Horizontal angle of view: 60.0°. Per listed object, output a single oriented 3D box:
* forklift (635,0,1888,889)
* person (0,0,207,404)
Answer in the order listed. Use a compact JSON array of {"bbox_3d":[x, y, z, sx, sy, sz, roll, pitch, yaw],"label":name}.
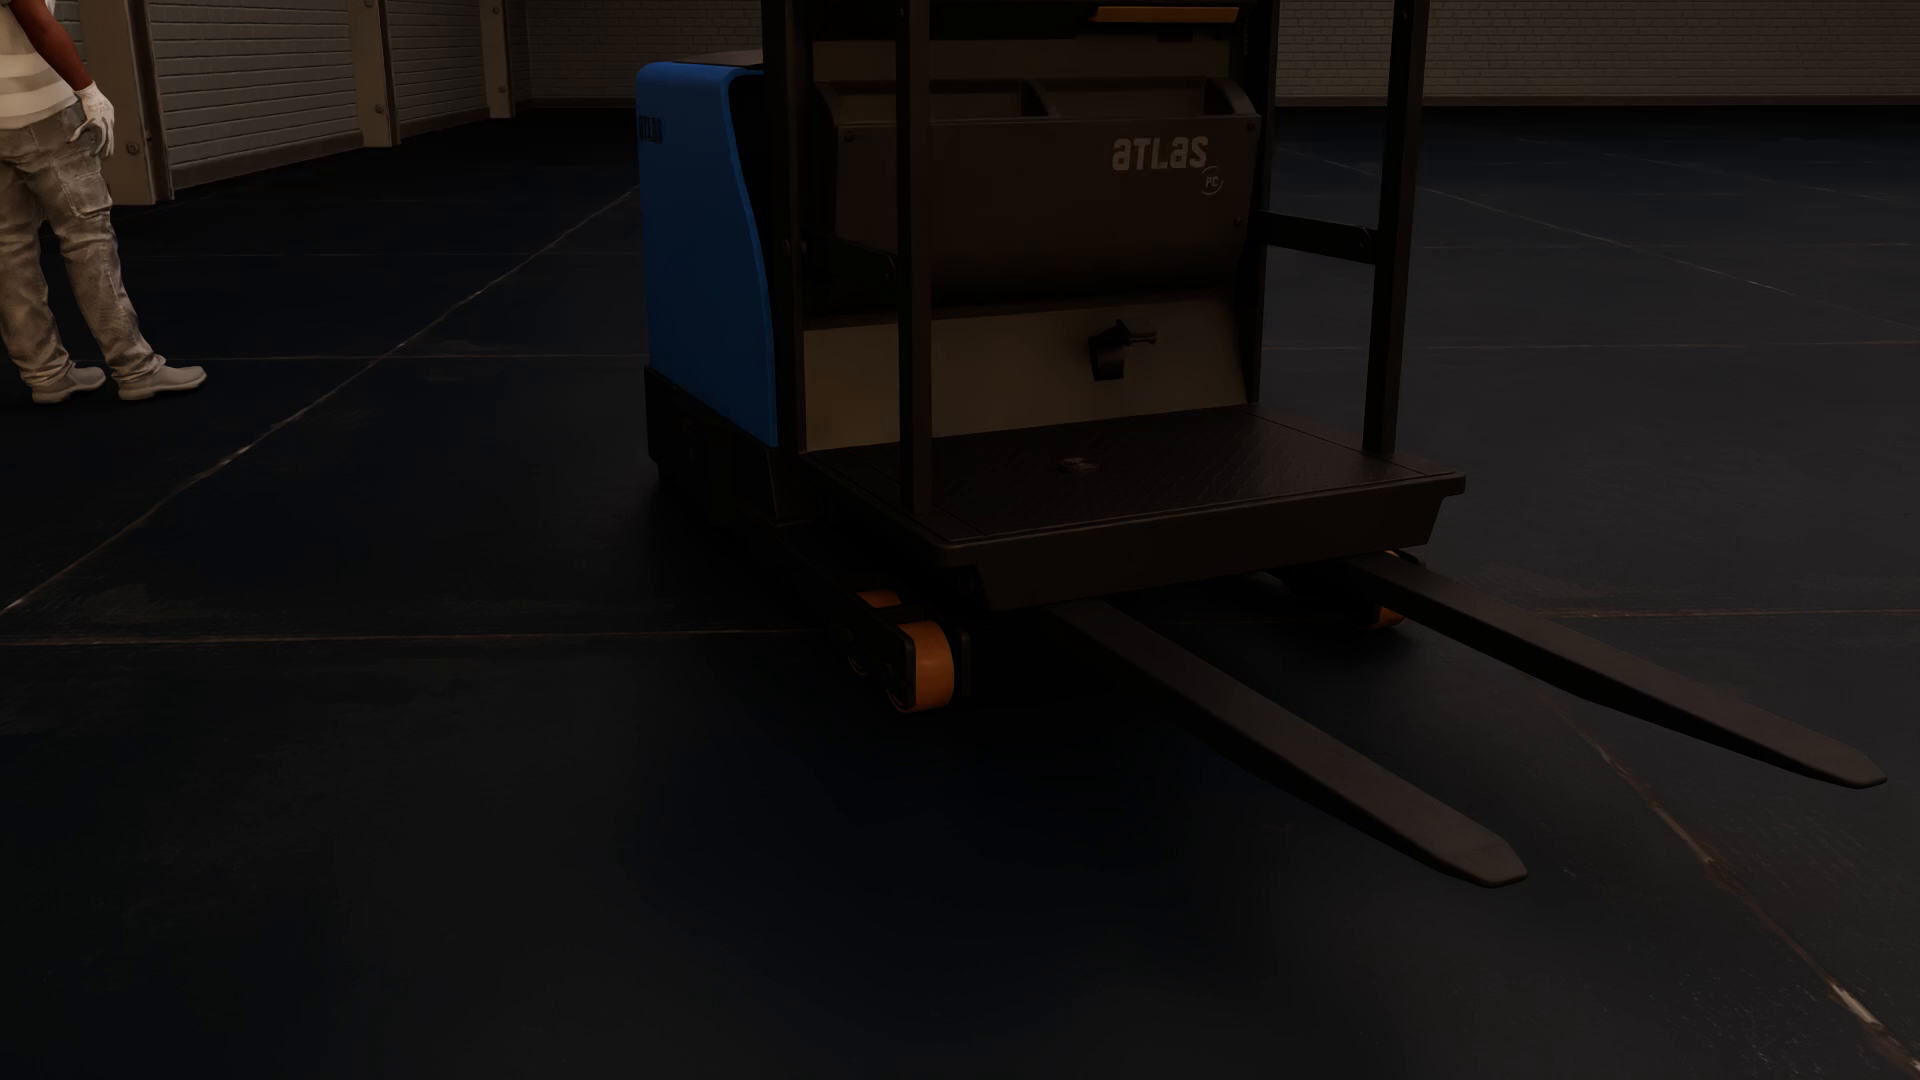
[{"bbox_3d":[0.258,-1.240,2.962,1.130,2.935,3.031,-8,19,-24],"label":"forklift"},{"bbox_3d":[-2.889,-1.323,5.169,0.656,1.781,0.579,5,18,17],"label":"person"}]
